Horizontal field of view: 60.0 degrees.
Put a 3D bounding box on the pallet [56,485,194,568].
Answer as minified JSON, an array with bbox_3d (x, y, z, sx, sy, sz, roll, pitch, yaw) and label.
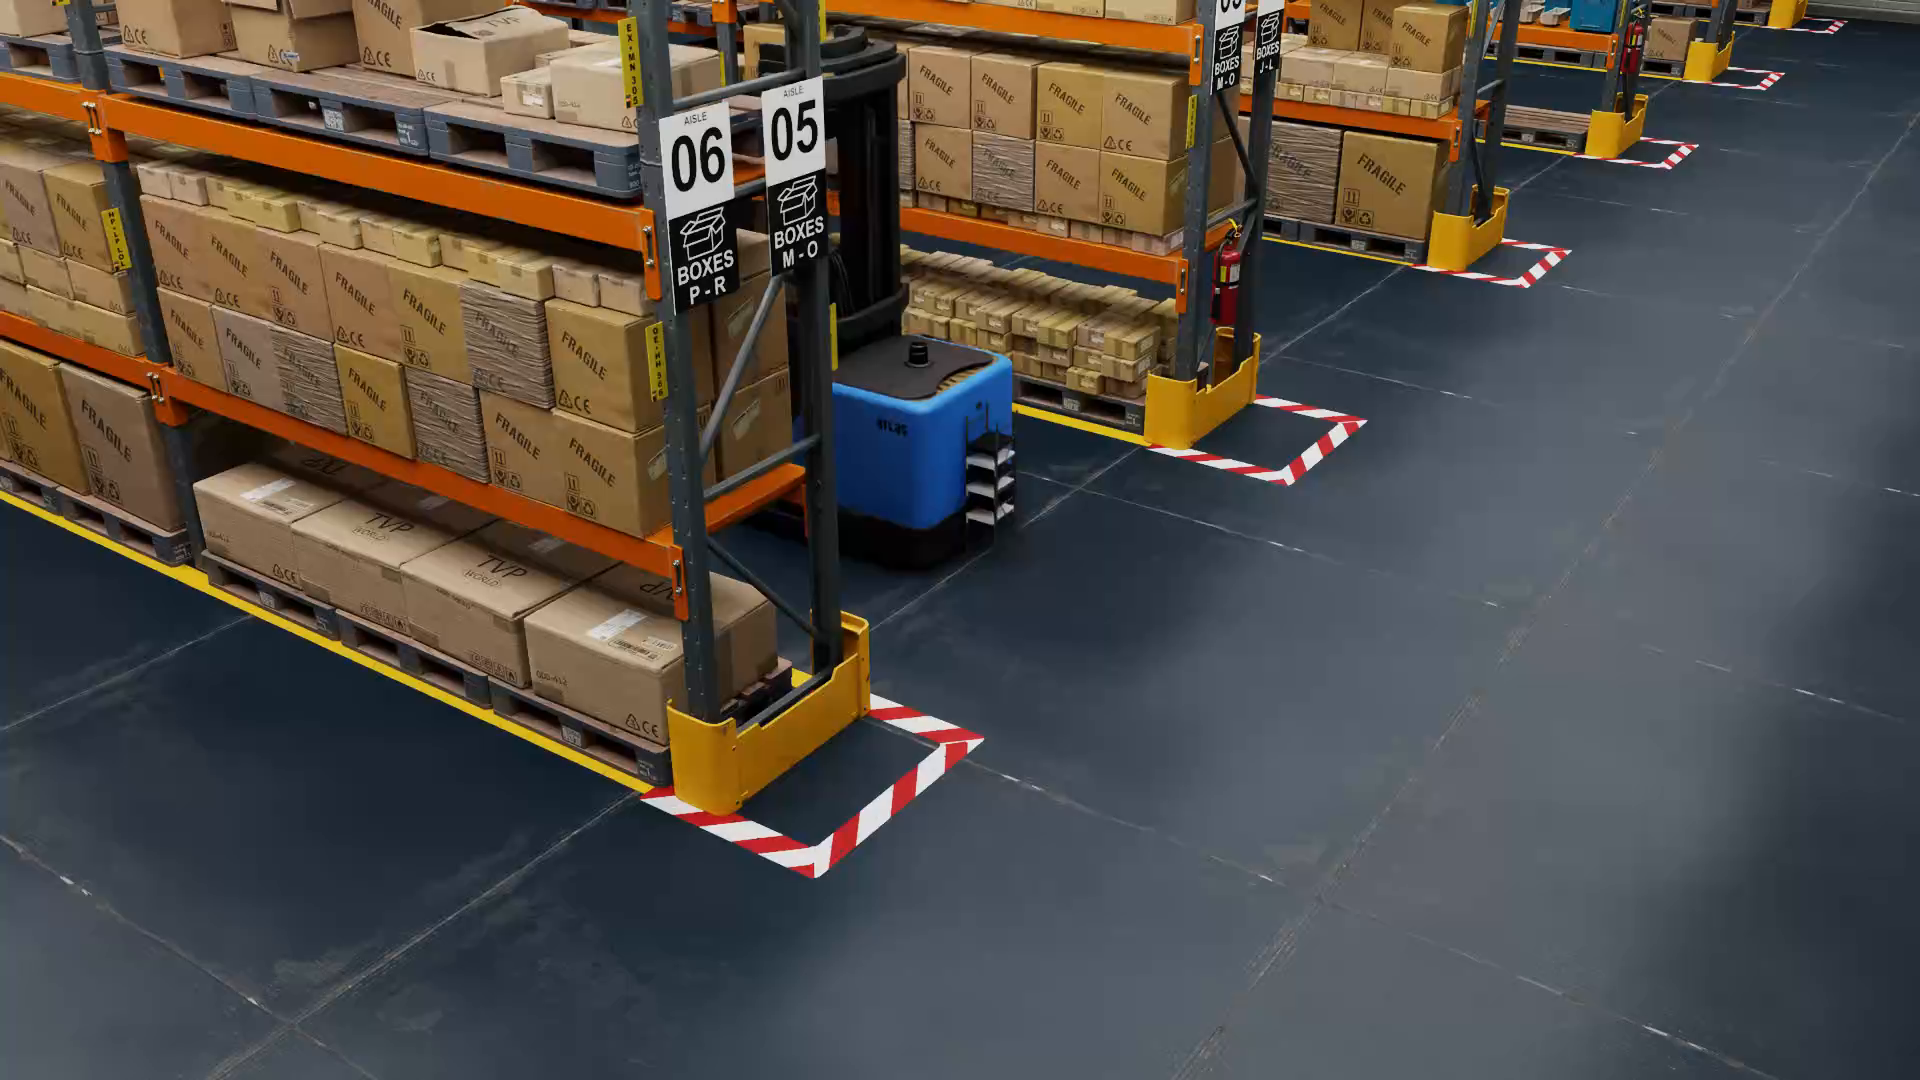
[{"bbox_3d":[-4.901,-0.264,10.535,1.213,0.211,1.003,17,32,30],"label":"pallet"}]

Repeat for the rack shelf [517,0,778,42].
[{"bbox_3d":[-3.557,-6.262,20.040,4.000,0.370,1.077,17,32,30],"label":"rack shelf"}]

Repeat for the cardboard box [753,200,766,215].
[{"bbox_3d":[-1.962,-2.909,14.125,0.500,0.250,0.500,16,31,28],"label":"cardboard box"}]

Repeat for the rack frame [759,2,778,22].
[{"bbox_3d":[-1.908,-6.069,18.868,0.127,3.000,1.000,17,32,30],"label":"rack frame"}]

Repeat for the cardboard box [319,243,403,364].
[{"bbox_3d":[-2.724,-1.216,8.119,0.500,0.500,0.500,17,32,30],"label":"cardboard box"}]

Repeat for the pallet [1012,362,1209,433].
[{"bbox_3d":[1.082,-1.185,12.345,1.213,0.211,1.003,17,32,30],"label":"pallet"}]

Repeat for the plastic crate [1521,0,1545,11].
[{"bbox_3d":[6.696,-6.249,19.447,0.298,0.136,0.250,17,32,30],"label":"plastic crate"}]

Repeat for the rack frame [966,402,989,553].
[{"bbox_3d":[0.104,-0.370,9.984,0.006,0.900,0.240,17,31,29],"label":"rack frame"}]

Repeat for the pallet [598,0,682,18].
[{"bbox_3d":[-3.563,-6.476,19.880,1.213,0.211,1.003,17,32,30],"label":"pallet"}]

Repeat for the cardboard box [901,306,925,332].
[{"bbox_3d":[-0.298,-1.731,12.696,0.250,0.149,0.380,17,32,30],"label":"cardboard box"}]

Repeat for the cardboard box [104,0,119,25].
[{"bbox_3d":[-4.784,-3.240,9.429,0.500,0.500,0.500,17,31,29],"label":"cardboard box"}]

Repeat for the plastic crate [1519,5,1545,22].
[{"bbox_3d":[6.485,-5.997,18.951,0.243,0.136,0.396,17,32,30],"label":"plastic crate"}]

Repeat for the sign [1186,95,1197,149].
[{"bbox_3d":[1.464,-2.640,10.506,0.005,0.325,0.100,17,32,30],"label":"sign"}]

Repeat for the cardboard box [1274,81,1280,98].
[{"bbox_3d":[2.946,-4.263,15.597,0.250,0.149,0.380,18,32,31],"label":"cardboard box"}]

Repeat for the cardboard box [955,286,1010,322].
[{"bbox_3d":[0.170,-1.761,12.428,0.250,0.149,0.380,16,31,29],"label":"cardboard box"}]

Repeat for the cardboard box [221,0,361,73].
[{"bbox_3d":[-3.092,-2.617,8.091,0.637,0.503,0.797,20,33,34],"label":"cardboard box"}]

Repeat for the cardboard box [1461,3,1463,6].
[{"bbox_3d":[7.631,-7.786,24.513,0.500,0.500,0.500,17,32,30],"label":"cardboard box"}]

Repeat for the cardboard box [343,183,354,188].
[{"bbox_3d":[-2.986,-1.871,8.691,0.250,0.149,0.380,17,32,30],"label":"cardboard box"}]

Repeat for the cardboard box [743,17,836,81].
[{"bbox_3d":[-1.269,-3.629,12.533,0.500,0.500,0.500,18,32,31],"label":"cardboard box"}]

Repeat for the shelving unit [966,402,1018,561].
[{"bbox_3d":[0.188,-0.344,9.934,0.210,0.900,0.258,17,31,29],"label":"shelving unit"}]

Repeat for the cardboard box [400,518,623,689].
[{"bbox_3d":[-2.285,0.281,8.752,0.875,0.438,0.875,18,32,32],"label":"cardboard box"}]

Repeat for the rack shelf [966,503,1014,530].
[{"bbox_3d":[0.188,-0.154,10.031,0.200,0.077,0.258,17,31,29],"label":"rack shelf"}]

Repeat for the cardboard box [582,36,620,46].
[{"bbox_3d":[-3.072,-4.293,14.537,0.250,0.149,0.380,19,33,33],"label":"cardboard box"}]

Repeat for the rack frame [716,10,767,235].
[{"bbox_3d":[-1.503,-3.213,13.256,0.127,3.000,1.000,17,32,30],"label":"rack frame"}]

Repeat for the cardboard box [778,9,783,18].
[{"bbox_3d":[-1.662,-5.887,18.400,0.500,0.500,0.500,18,32,32],"label":"cardboard box"}]

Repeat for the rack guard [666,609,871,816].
[{"bbox_3d":[-0.905,0.811,8.106,0.348,0.500,1.175,17,32,30],"label":"rack guard"}]

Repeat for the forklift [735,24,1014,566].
[{"bbox_3d":[-1.176,-1.648,10.258,3.031,2.935,1.130,17,31,29],"label":"forklift"}]

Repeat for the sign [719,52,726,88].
[{"bbox_3d":[-1.814,-3.521,12.584,0.005,0.325,0.100,17,32,30],"label":"sign"}]

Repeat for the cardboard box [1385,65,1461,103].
[{"bbox_3d":[4.136,-4.105,14.847,0.500,0.250,0.500,17,31,30],"label":"cardboard box"}]

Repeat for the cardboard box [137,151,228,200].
[{"bbox_3d":[-4.109,-1.938,8.823,0.250,0.149,0.380,17,31,30],"label":"cardboard box"}]

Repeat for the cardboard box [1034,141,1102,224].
[{"bbox_3d":[0.857,-2.516,11.449,0.500,0.500,0.500,17,31,30],"label":"cardboard box"}]

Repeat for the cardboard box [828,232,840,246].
[{"bbox_3d":[-1.062,-2.401,13.685,0.250,0.149,0.380,18,32,32],"label":"cardboard box"}]

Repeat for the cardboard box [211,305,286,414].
[{"bbox_3d":[-3.571,-1.032,8.860,0.500,0.500,0.500,18,32,31],"label":"cardboard box"}]

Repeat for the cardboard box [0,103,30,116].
[{"bbox_3d":[-6.112,-2.560,10.761,0.500,0.500,0.500,17,32,30],"label":"cardboard box"}]

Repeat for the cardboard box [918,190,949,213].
[{"bbox_3d":[-0.094,-2.535,12.200,0.250,0.149,0.380,19,32,32],"label":"cardboard box"}]

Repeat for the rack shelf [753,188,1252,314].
[{"bbox_3d":[0.146,-2.379,12.410,4.000,0.370,1.077,17,32,30],"label":"rack shelf"}]

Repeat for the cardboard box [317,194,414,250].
[{"bbox_3d":[-2.864,-1.540,8.040,0.250,0.149,0.380,17,32,30],"label":"cardboard box"}]

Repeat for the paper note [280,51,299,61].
[{"bbox_3d":[-2.986,-2.157,7.407,0.123,0.032,0.006,17,32,30],"label":"paper note"}]

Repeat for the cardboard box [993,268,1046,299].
[{"bbox_3d":[0.459,-1.960,12.818,0.250,0.149,0.380,18,32,31],"label":"cardboard box"}]

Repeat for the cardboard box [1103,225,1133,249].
[{"bbox_3d":[1.182,-2.130,11.405,0.250,0.149,0.380,17,32,30],"label":"cardboard box"}]

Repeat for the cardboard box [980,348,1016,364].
[{"bbox_3d":[0.348,-1.389,12.351,0.250,0.149,0.380,16,31,28],"label":"cardboard box"}]

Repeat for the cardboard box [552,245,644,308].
[{"bbox_3d":[-1.557,-1.162,7.299,0.250,0.149,0.380,18,32,31],"label":"cardboard box"}]

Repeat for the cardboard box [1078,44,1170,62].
[{"bbox_3d":[1.155,-3.150,11.593,0.500,0.500,0.500,18,32,32],"label":"cardboard box"}]

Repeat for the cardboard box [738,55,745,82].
[{"bbox_3d":[-1.800,-3.896,13.756,0.250,0.149,0.380,18,32,32],"label":"cardboard box"}]

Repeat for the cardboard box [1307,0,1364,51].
[{"bbox_3d":[3.601,-4.898,15.577,0.500,0.500,0.500,16,31,29],"label":"cardboard box"}]

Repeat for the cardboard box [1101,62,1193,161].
[{"bbox_3d":[1.276,-2.833,10.969,0.500,0.500,0.500,17,31,29],"label":"cardboard box"}]

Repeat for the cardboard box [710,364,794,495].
[{"bbox_3d":[-1.158,-0.585,7.981,0.500,0.500,0.500,17,32,30],"label":"cardboard box"}]

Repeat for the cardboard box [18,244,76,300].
[{"bbox_3d":[-5.139,-1.640,9.780,0.500,0.250,0.500,18,32,32],"label":"cardboard box"}]

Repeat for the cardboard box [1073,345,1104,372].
[{"bbox_3d":[1.013,-1.351,11.950,0.250,0.149,0.380,16,31,29],"label":"cardboard box"}]

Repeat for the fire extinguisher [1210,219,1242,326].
[{"bbox_3d":[1.741,-1.748,10.874,0.183,0.674,0.296,17,32,30],"label":"fire extinguisher"}]

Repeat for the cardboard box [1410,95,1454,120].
[{"bbox_3d":[4.206,-3.871,14.826,0.250,0.149,0.380,18,32,31],"label":"cardboard box"}]

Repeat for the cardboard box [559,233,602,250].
[{"bbox_3d":[-1.693,-1.494,7.952,0.250,0.149,0.380,16,31,29],"label":"cardboard box"}]
